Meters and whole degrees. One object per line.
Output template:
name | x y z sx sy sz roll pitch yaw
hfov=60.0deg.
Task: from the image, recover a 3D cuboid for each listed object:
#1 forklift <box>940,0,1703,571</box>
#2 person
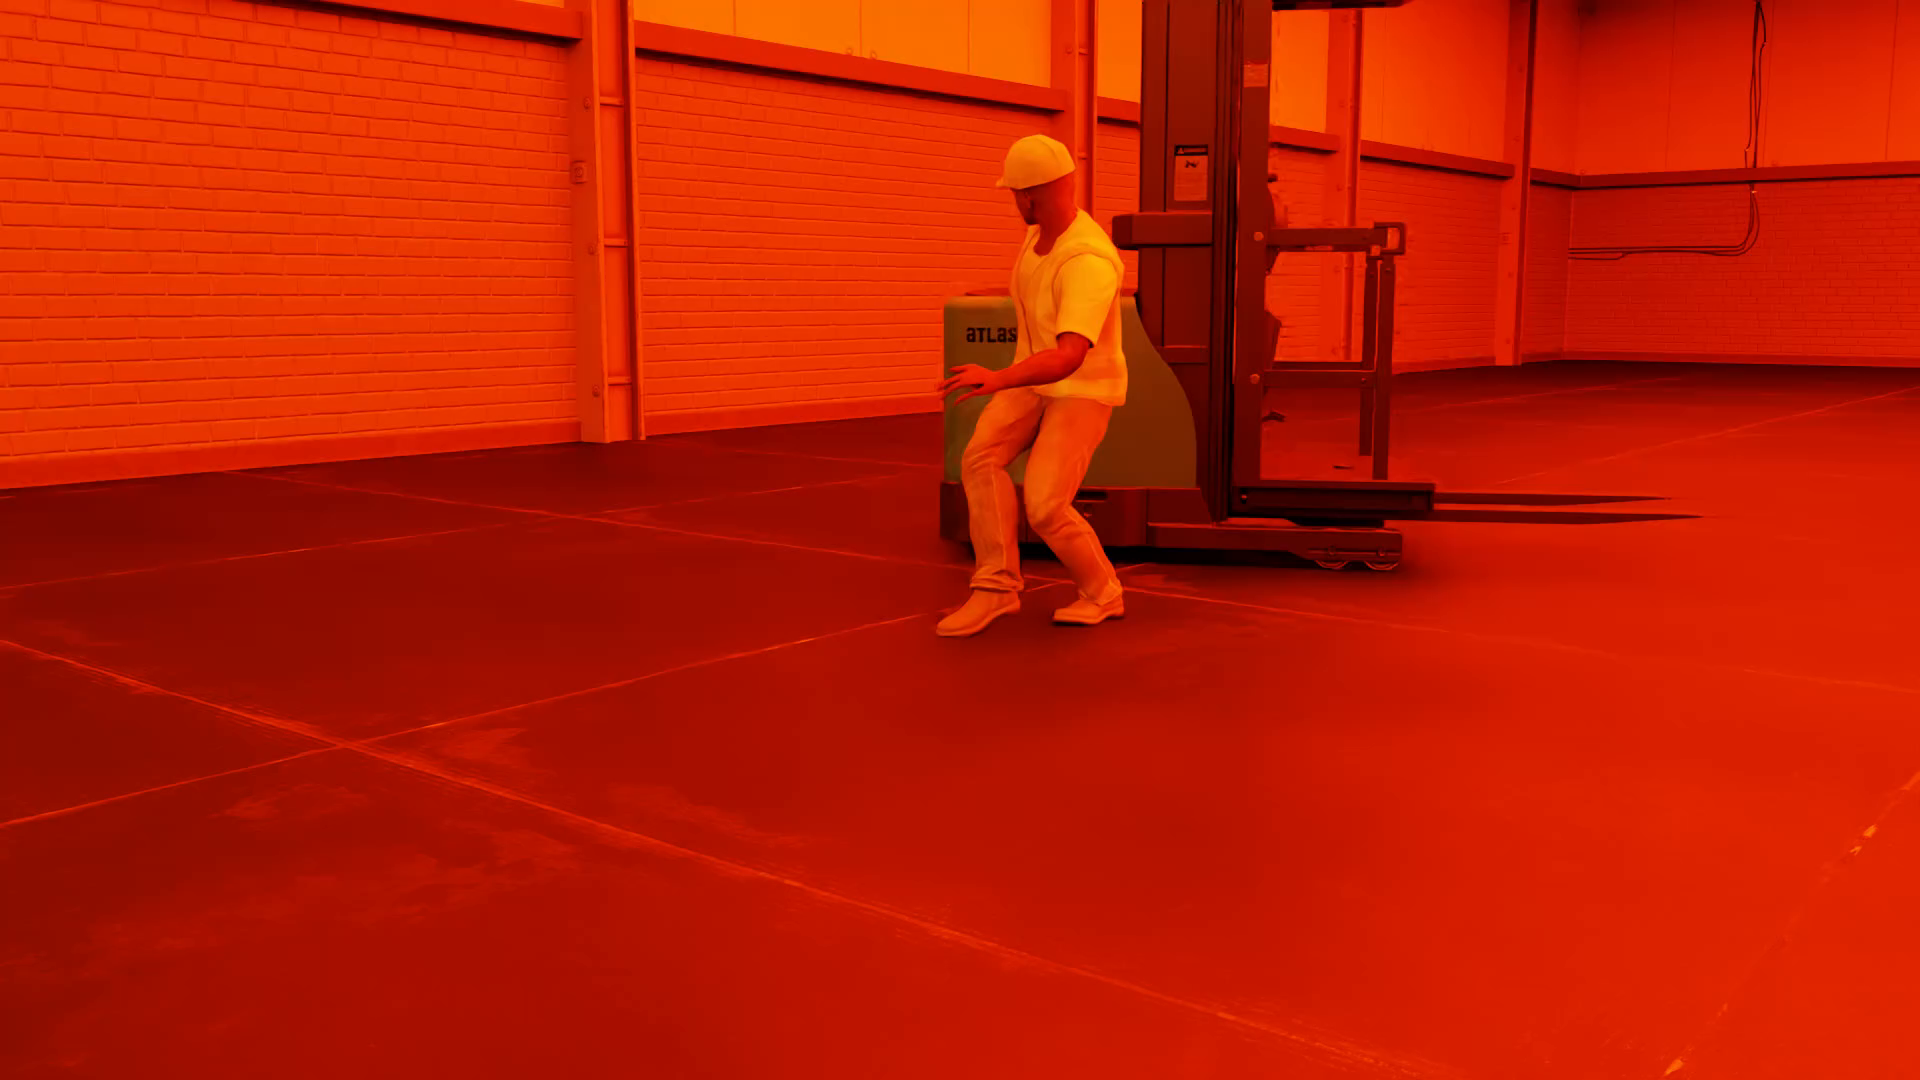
forklift | 1.484 -1.411 6.927 3.031 2.935 1.130 2 8 10
person | 0.188 -0.503 5.455 0.822 1.584 0.806 -6 10 -35
